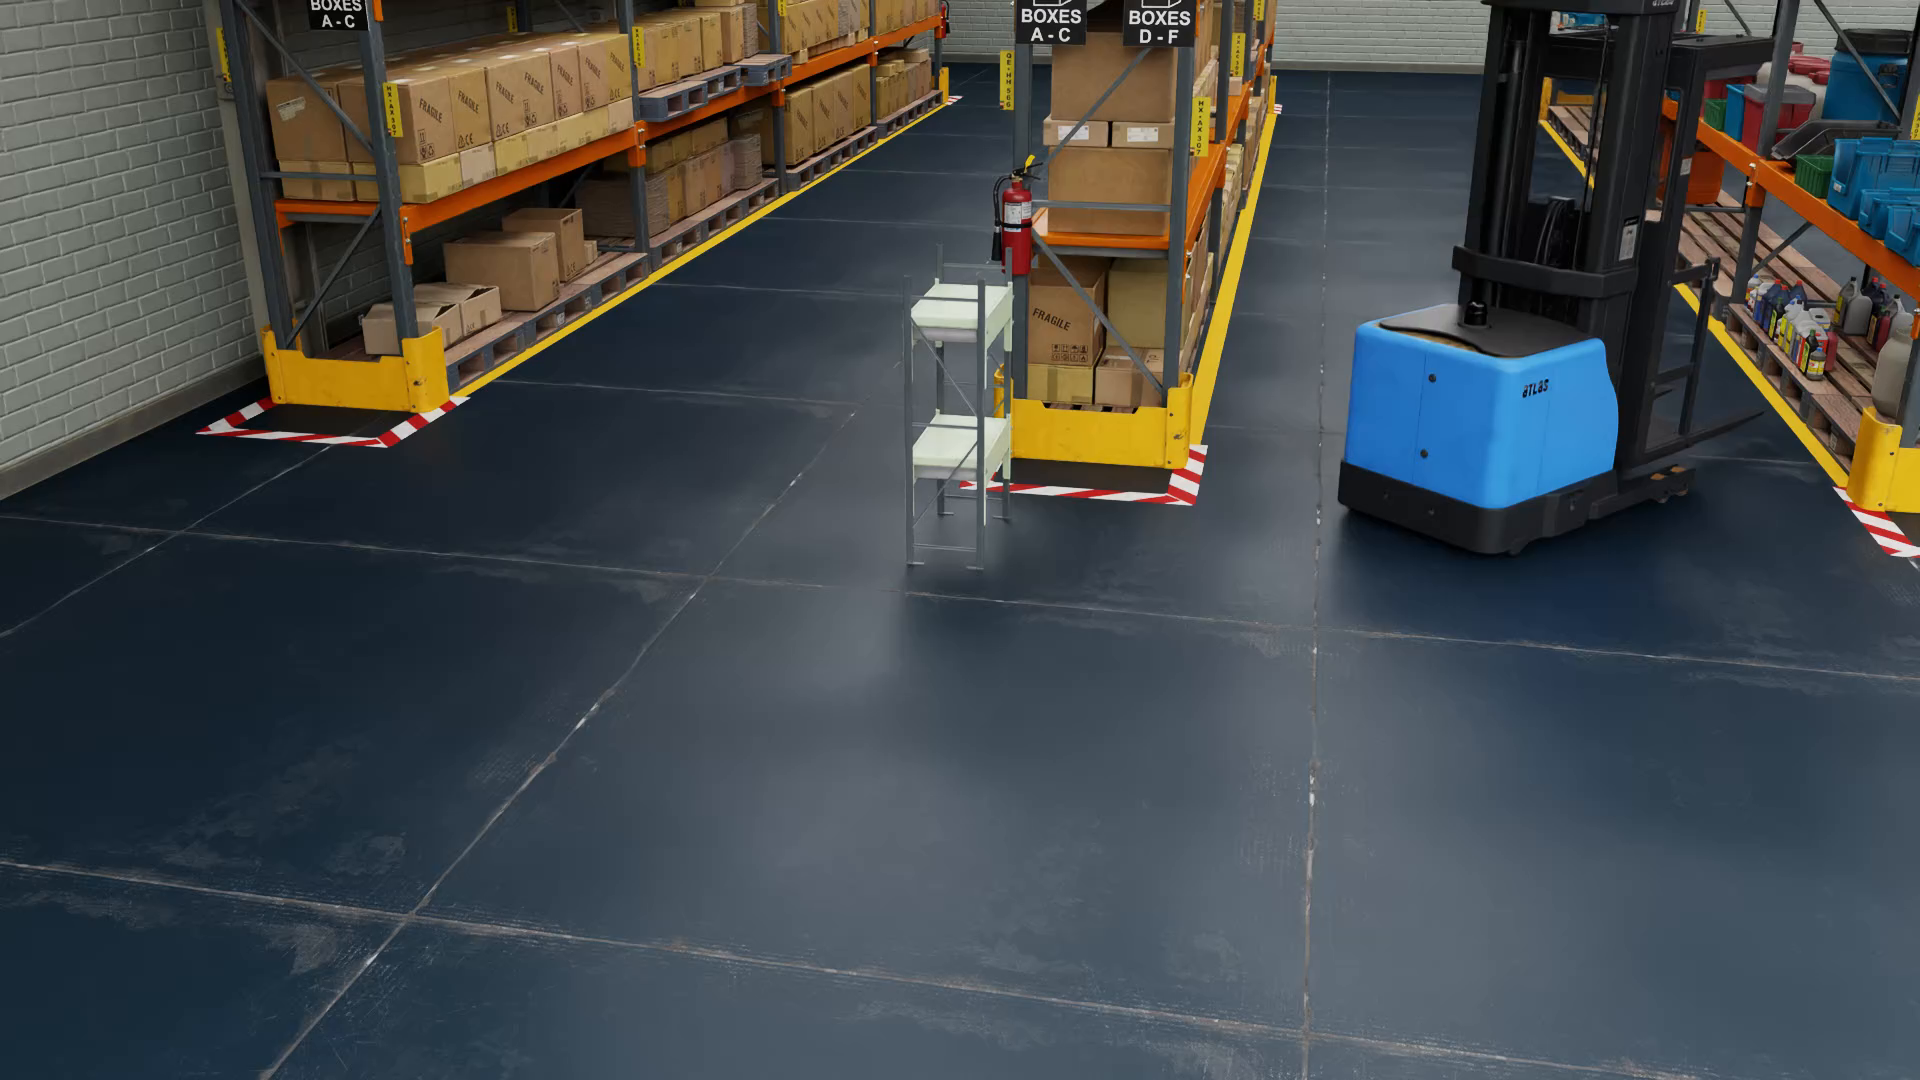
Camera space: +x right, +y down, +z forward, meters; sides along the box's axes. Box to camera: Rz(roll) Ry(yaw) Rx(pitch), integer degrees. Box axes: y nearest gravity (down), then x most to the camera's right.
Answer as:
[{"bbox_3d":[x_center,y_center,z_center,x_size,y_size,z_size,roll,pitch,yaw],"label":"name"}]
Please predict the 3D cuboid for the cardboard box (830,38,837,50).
[{"bbox_3d":[-1.689,-5.976,19.986,0.380,0.149,0.250,4,22,9],"label":"cardboard box"}]

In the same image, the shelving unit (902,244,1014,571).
[{"bbox_3d":[-0.001,-0.693,8.567,0.431,1.500,0.755,4,22,11],"label":"shelving unit"}]

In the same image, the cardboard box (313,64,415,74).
[{"bbox_3d":[-4.043,-2.960,11.359,0.500,0.500,0.500,5,22,12],"label":"cardboard box"}]

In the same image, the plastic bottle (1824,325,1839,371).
[{"bbox_3d":[5.783,-1.277,11.056,0.061,0.283,0.133,4,22,11],"label":"plastic bottle"}]

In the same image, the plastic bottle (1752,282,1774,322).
[{"bbox_3d":[5.938,-1.746,12.230,0.152,0.276,0.135,5,23,13],"label":"plastic bottle"}]

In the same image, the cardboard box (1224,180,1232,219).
[{"bbox_3d":[2.163,-3.071,14.832,0.500,0.311,0.500,4,22,9],"label":"cardboard box"}]

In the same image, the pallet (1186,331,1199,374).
[{"bbox_3d":[1.173,-1.359,11.945,1.003,0.211,1.213,4,22,11],"label":"pallet"}]

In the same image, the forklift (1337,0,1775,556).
[{"bbox_3d":[3.564,-1.706,9.165,3.031,2.935,1.130,-16,27,-35],"label":"forklift"}]

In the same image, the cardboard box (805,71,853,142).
[{"bbox_3d":[-1.779,-5.314,20.349,0.750,0.750,0.750,5,23,13],"label":"cardboard box"}]

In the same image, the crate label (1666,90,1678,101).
[{"bbox_3d":[6.834,-4.268,15.660,0.303,0.233,0.416,4,22,11],"label":"crate label"}]

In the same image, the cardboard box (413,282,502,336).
[{"bbox_3d":[-3.698,-1.712,12.100,0.500,0.311,0.500,6,23,15],"label":"cardboard box"}]

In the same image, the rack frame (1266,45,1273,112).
[{"bbox_3d":[4.071,-7.776,24.146,1.000,3.000,0.127,4,22,11],"label":"rack frame"}]

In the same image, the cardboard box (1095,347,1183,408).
[{"bbox_3d":[1.134,-1.023,10.497,0.500,0.250,0.500,4,22,11],"label":"cardboard box"}]

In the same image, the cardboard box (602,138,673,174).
[{"bbox_3d":[-3.007,-3.588,15.500,0.500,0.250,0.500,4,22,10],"label":"cardboard box"}]

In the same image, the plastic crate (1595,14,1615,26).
[{"bbox_3d":[7.865,-6.151,20.053,0.392,0.384,0.575,4,22,11],"label":"plastic crate"}]

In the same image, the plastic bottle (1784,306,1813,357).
[{"bbox_3d":[5.737,-1.428,11.340,0.144,0.351,0.185,5,23,13],"label":"plastic bottle"}]

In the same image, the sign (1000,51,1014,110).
[{"bbox_3d":[0.278,-2.618,9.472,0.100,0.325,0.005,4,22,11],"label":"sign"}]

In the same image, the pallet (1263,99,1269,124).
[{"bbox_3d":[3.894,-6.163,23.874,1.003,0.211,1.213,4,22,11],"label":"pallet"}]

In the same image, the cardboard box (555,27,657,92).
[{"bbox_3d":[-3.090,-4.198,14.538,0.700,0.500,0.500,5,22,11],"label":"cardboard box"}]

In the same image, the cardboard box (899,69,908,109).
[{"bbox_3d":[-1.130,-6.361,23.418,0.700,0.500,0.500,5,22,12],"label":"cardboard box"}]

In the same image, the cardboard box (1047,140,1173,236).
[{"bbox_3d":[0.914,-2.141,10.020,0.700,0.500,0.500,4,22,11],"label":"cardboard box"}]

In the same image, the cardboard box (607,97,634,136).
[{"bbox_3d":[-3.027,-3.507,13.720,0.500,0.250,0.500,5,22,11],"label":"cardboard box"}]

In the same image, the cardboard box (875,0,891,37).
[{"bbox_3d":[-1.468,-7.026,21.882,0.980,0.700,0.700,5,22,12],"label":"cardboard box"}]

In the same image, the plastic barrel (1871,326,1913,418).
[{"bbox_3d":[5.817,-1.016,10.130,0.421,0.512,0.421,0,22,0],"label":"plastic barrel"}]

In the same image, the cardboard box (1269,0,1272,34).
[{"bbox_3d":[3.727,-6.713,21.372,0.500,0.500,0.500,5,22,12],"label":"cardboard box"}]

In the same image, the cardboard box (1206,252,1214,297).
[{"bbox_3d":[1.742,-2.121,13.222,0.500,0.250,0.500,4,22,11],"label":"cardboard box"}]

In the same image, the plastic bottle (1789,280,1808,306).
[{"bbox_3d":[6.041,-1.709,12.039,0.144,0.351,0.185,4,22,11],"label":"plastic bottle"}]

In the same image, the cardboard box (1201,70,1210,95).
[{"bbox_3d":[1.621,-3.337,12.121,0.380,0.149,0.250,4,22,11],"label":"cardboard box"}]

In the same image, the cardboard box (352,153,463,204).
[{"bbox_3d":[-3.633,-2.395,10.959,0.500,0.250,0.500,4,22,9],"label":"cardboard box"}]

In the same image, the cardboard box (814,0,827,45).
[{"bbox_3d":[-1.843,-5.951,19.055,0.500,0.500,0.500,4,22,11],"label":"cardboard box"}]

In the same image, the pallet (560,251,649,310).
[{"bbox_3d":[-3.330,-2.222,14.088,1.003,0.211,1.213,4,22,11],"label":"pallet"}]

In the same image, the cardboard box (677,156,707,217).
[{"bbox_3d":[-2.894,-3.455,16.174,0.700,0.500,0.500,5,22,12],"label":"cardboard box"}]

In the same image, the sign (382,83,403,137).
[{"bbox_3d":[-3.513,-2.661,10.287,0.100,0.325,0.005,4,22,11],"label":"sign"}]

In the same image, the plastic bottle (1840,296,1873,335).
[{"bbox_3d":[6.432,-1.624,11.927,0.152,0.276,0.135,4,22,11],"label":"plastic bottle"}]

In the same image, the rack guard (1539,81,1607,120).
[{"bbox_3d":[8.912,-6.247,23.697,1.175,0.500,0.348,4,22,11],"label":"rack guard"}]

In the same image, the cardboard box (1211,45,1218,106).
[{"bbox_3d":[2.112,-4.282,15.336,0.500,0.500,0.500,3,22,8],"label":"cardboard box"}]

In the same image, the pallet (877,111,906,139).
[{"bbox_3d":[-1.363,-5.668,22.645,1.003,0.211,1.213,4,22,11],"label":"pallet"}]

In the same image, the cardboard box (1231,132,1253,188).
[{"bbox_3d":[2.812,-4.040,17.626,0.500,0.500,0.500,5,23,13],"label":"cardboard box"}]

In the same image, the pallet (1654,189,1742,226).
[{"bbox_3d":[7.407,-3.469,17.186,1.003,0.211,1.213,4,22,11],"label":"pallet"}]

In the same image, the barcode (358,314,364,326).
[{"bbox_3d":[-4.202,-1.545,11.673,0.001,0.075,0.075,4,22,11],"label":"barcode"}]

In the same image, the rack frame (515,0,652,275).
[{"bbox_3d":[-3.228,-3.764,14.184,1.000,3.000,0.127,4,22,11],"label":"rack frame"}]

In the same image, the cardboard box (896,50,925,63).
[{"bbox_3d":[-0.723,-7.071,24.310,0.380,0.149,0.250,5,22,12],"label":"cardboard box"}]

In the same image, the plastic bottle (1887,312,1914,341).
[{"bbox_3d":[6.480,-1.444,11.481,0.152,0.276,0.135,5,22,12],"label":"plastic bottle"}]

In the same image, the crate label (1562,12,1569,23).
[{"bbox_3d":[8.547,-7.282,23.064,0.416,0.233,0.303,4,22,11],"label":"crate label"}]

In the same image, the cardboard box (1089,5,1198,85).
[{"bbox_3d":[1.231,-3.322,11.217,0.700,0.500,0.500,4,22,11],"label":"cardboard box"}]

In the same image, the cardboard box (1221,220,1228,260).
[{"bbox_3d":[2.053,-2.622,14.468,0.500,0.250,0.500,5,22,12],"label":"cardboard box"}]

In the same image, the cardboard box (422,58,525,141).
[{"bbox_3d":[-3.430,-3.109,11.727,0.500,0.500,0.500,4,22,9],"label":"cardboard box"}]

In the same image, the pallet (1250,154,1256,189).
[{"bbox_3d":[2.879,-4.272,19.178,1.003,0.211,1.213,4,22,11],"label":"pallet"}]

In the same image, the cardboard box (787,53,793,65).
[{"bbox_3d":[-2.057,-5.314,18.341,0.380,0.149,0.250,5,22,12],"label":"cardboard box"}]

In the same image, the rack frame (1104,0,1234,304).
[{"bbox_3d":[1.623,-3.387,13.249,1.000,3.000,0.127,4,22,11],"label":"rack frame"}]

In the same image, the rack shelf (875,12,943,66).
[{"bbox_3d":[-1.187,-7.087,23.399,1.077,0.370,4.000,4,22,11],"label":"rack shelf"}]

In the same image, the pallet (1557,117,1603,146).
[{"bbox_3d":[8.462,-5.360,21.880,1.003,0.211,1.213,4,22,11],"label":"pallet"}]

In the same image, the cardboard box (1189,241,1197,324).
[{"bbox_3d":[1.323,-1.738,11.268,0.500,0.500,0.500,4,22,11],"label":"cardboard box"}]

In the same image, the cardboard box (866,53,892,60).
[{"bbox_3d":[-1.199,-6.916,23.926,0.380,0.149,0.250,5,22,12],"label":"cardboard box"}]

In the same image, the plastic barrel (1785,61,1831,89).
[{"bbox_3d":[7.031,-3.673,13.777,0.433,0.535,0.433,0,22,0],"label":"plastic barrel"}]

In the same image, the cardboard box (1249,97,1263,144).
[{"bbox_3d":[3.435,-5.155,20.396,0.500,0.500,0.500,4,22,11],"label":"cardboard box"}]
